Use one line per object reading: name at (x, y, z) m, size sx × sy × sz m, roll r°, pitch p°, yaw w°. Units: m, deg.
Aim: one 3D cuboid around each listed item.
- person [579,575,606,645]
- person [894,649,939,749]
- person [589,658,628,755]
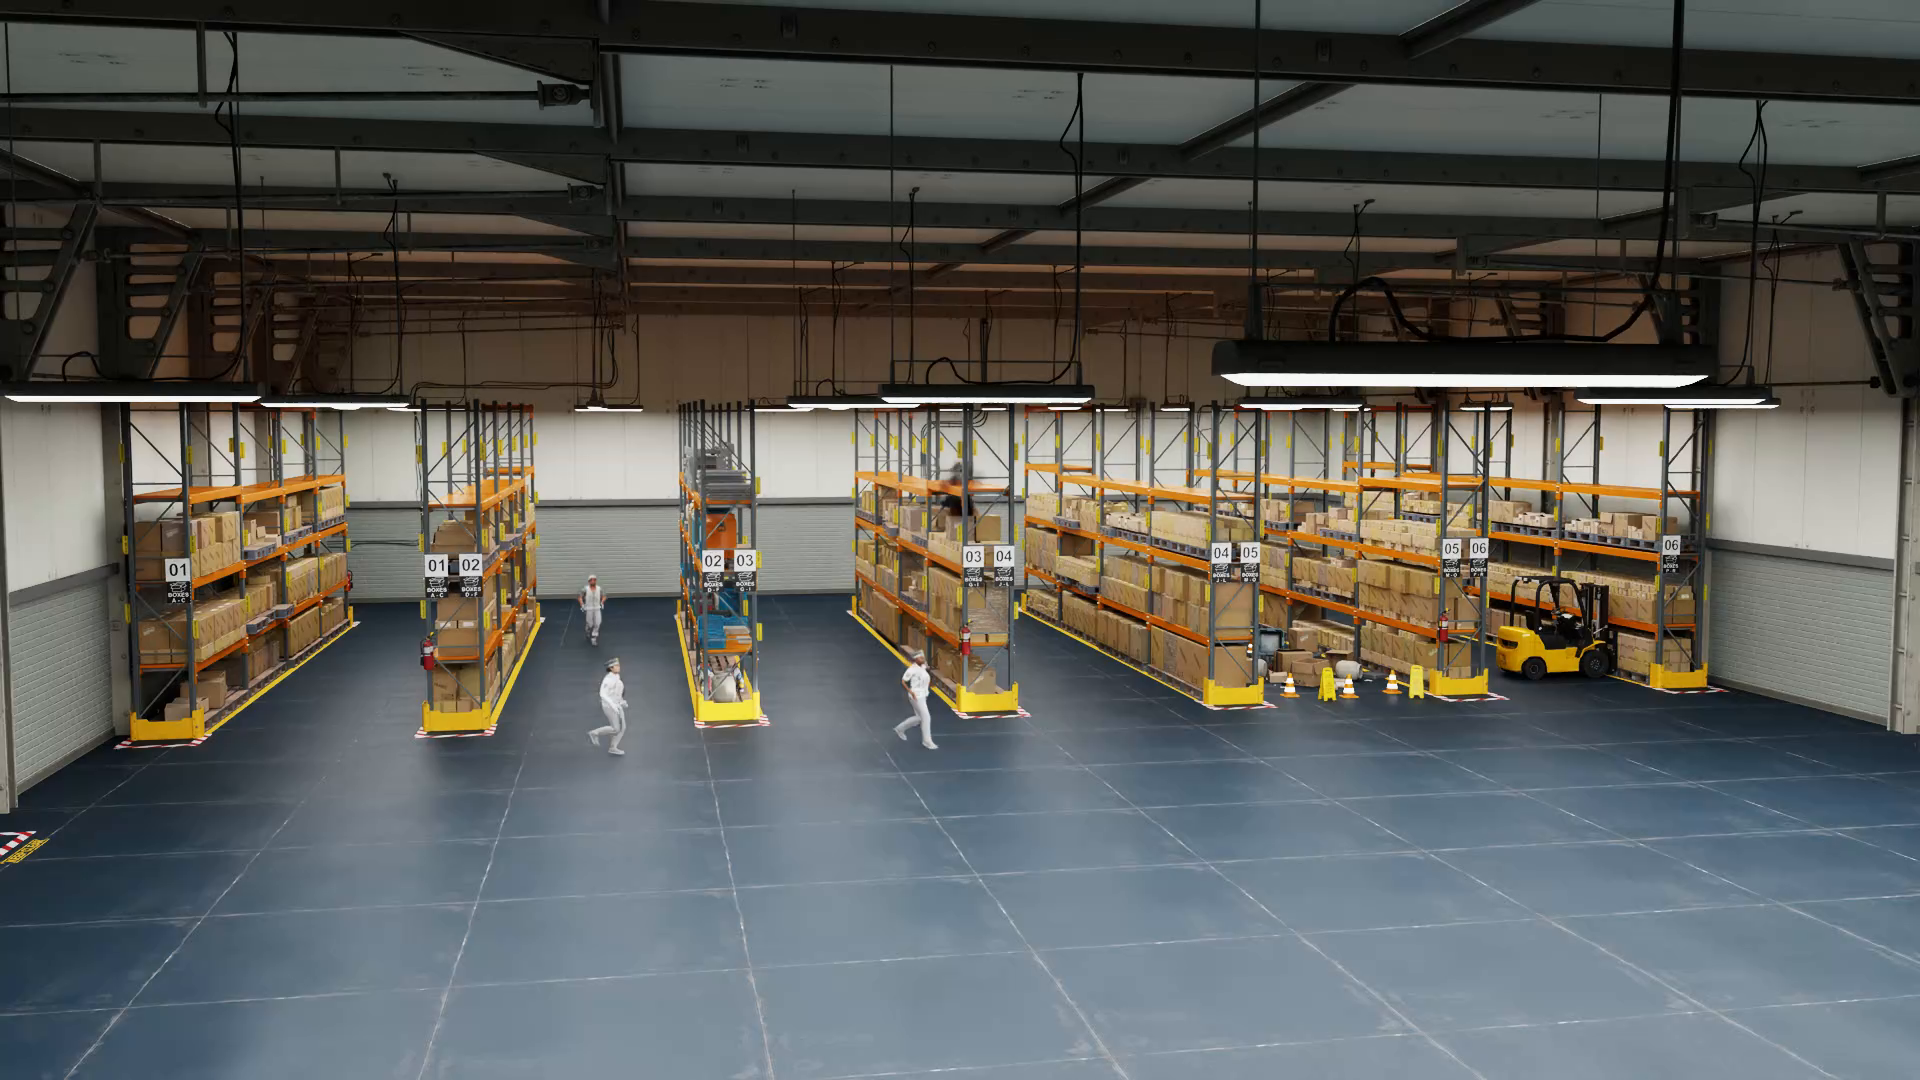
person at (-9.135, 1.738, 41.381) m, size 0.662 × 1.741 × 0.607 m, roll -2°, pitch 5°, yaw -22°
person at (-0.746, 2.721, 28.675) m, size 0.843 × 1.710 × 0.571 m, roll 2°, pitch 5°, yaw 24°
person at (-5.936, 2.794, 28.045) m, size 0.593 × 1.648 × 0.603 m, roll 1°, pitch 4°, yaw 12°
